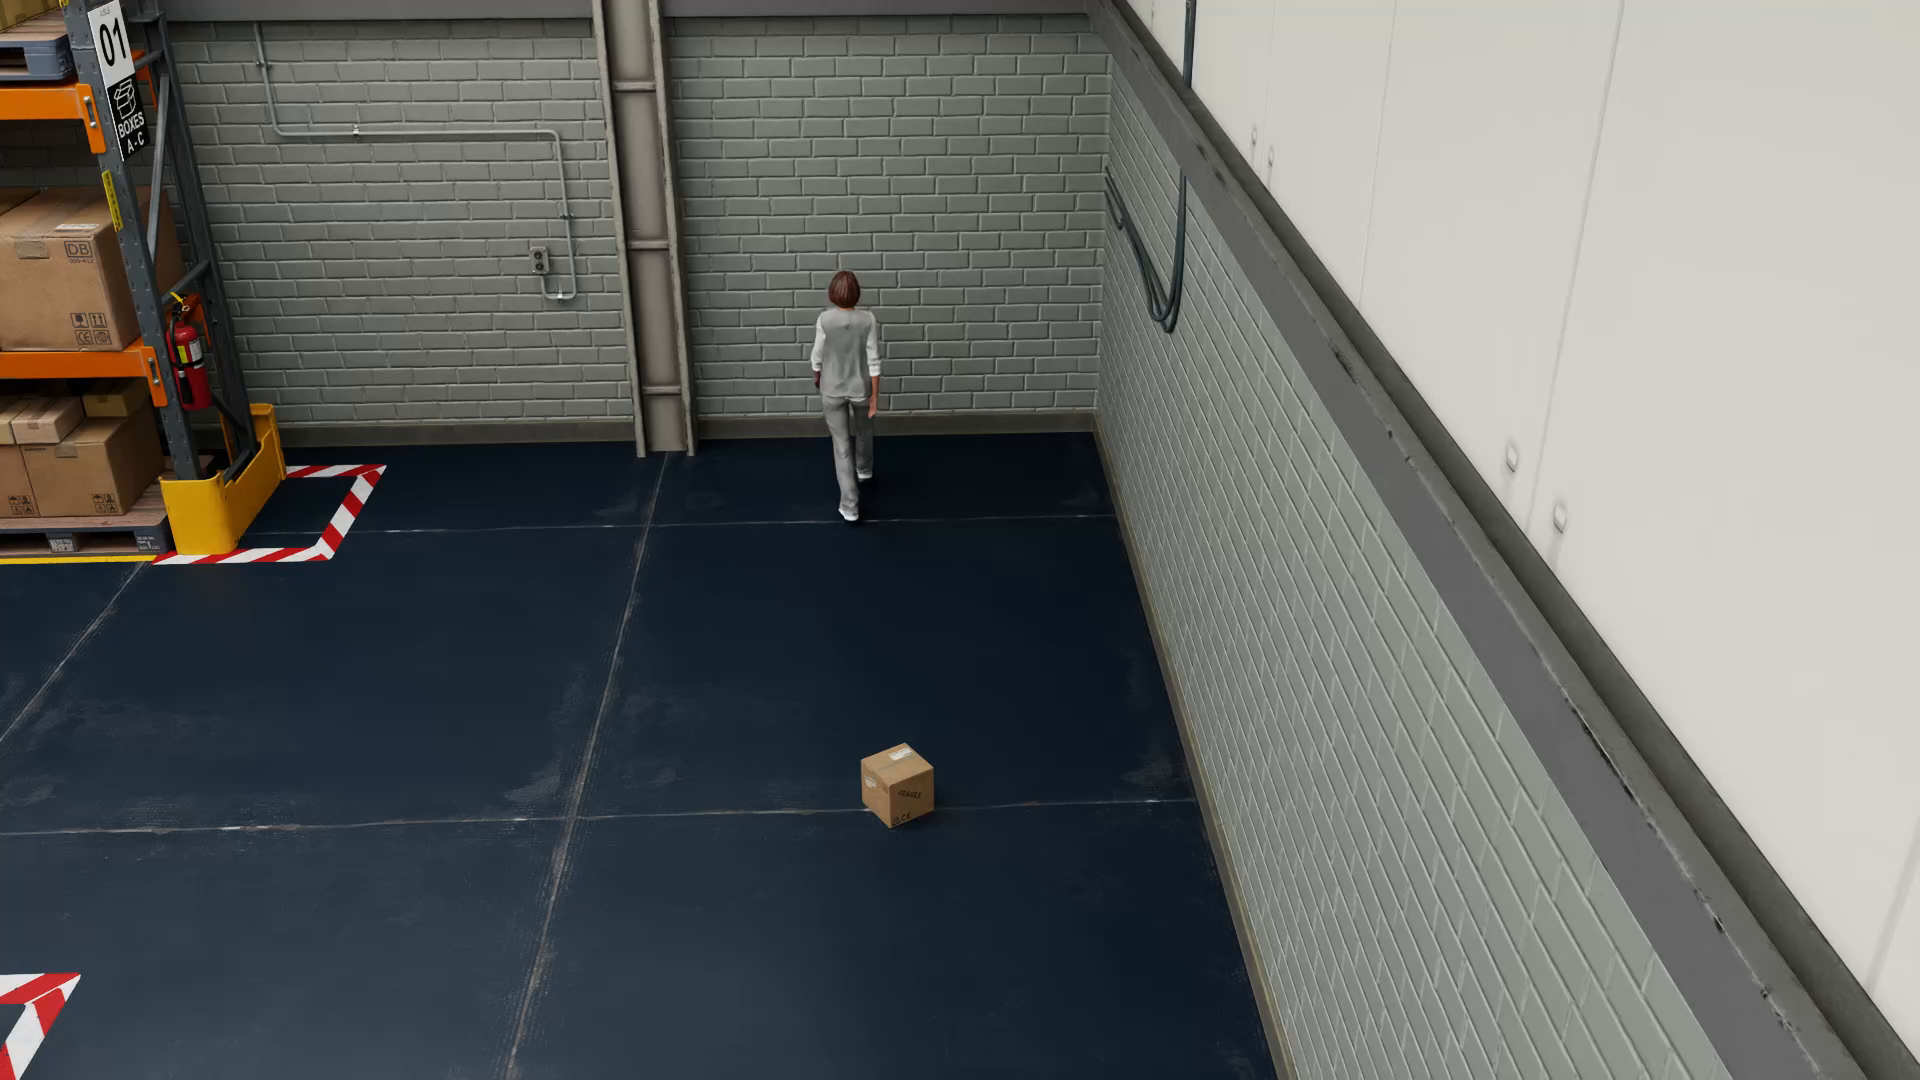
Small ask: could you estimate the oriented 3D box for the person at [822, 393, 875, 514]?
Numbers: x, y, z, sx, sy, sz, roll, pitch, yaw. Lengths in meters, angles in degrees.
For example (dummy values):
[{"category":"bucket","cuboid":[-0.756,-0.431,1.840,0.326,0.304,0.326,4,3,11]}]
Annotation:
[{"category":"person","cuboid":[-0.693,-0.677,10.524,0.350,0.800,0.708,-4,28,-7]}]
